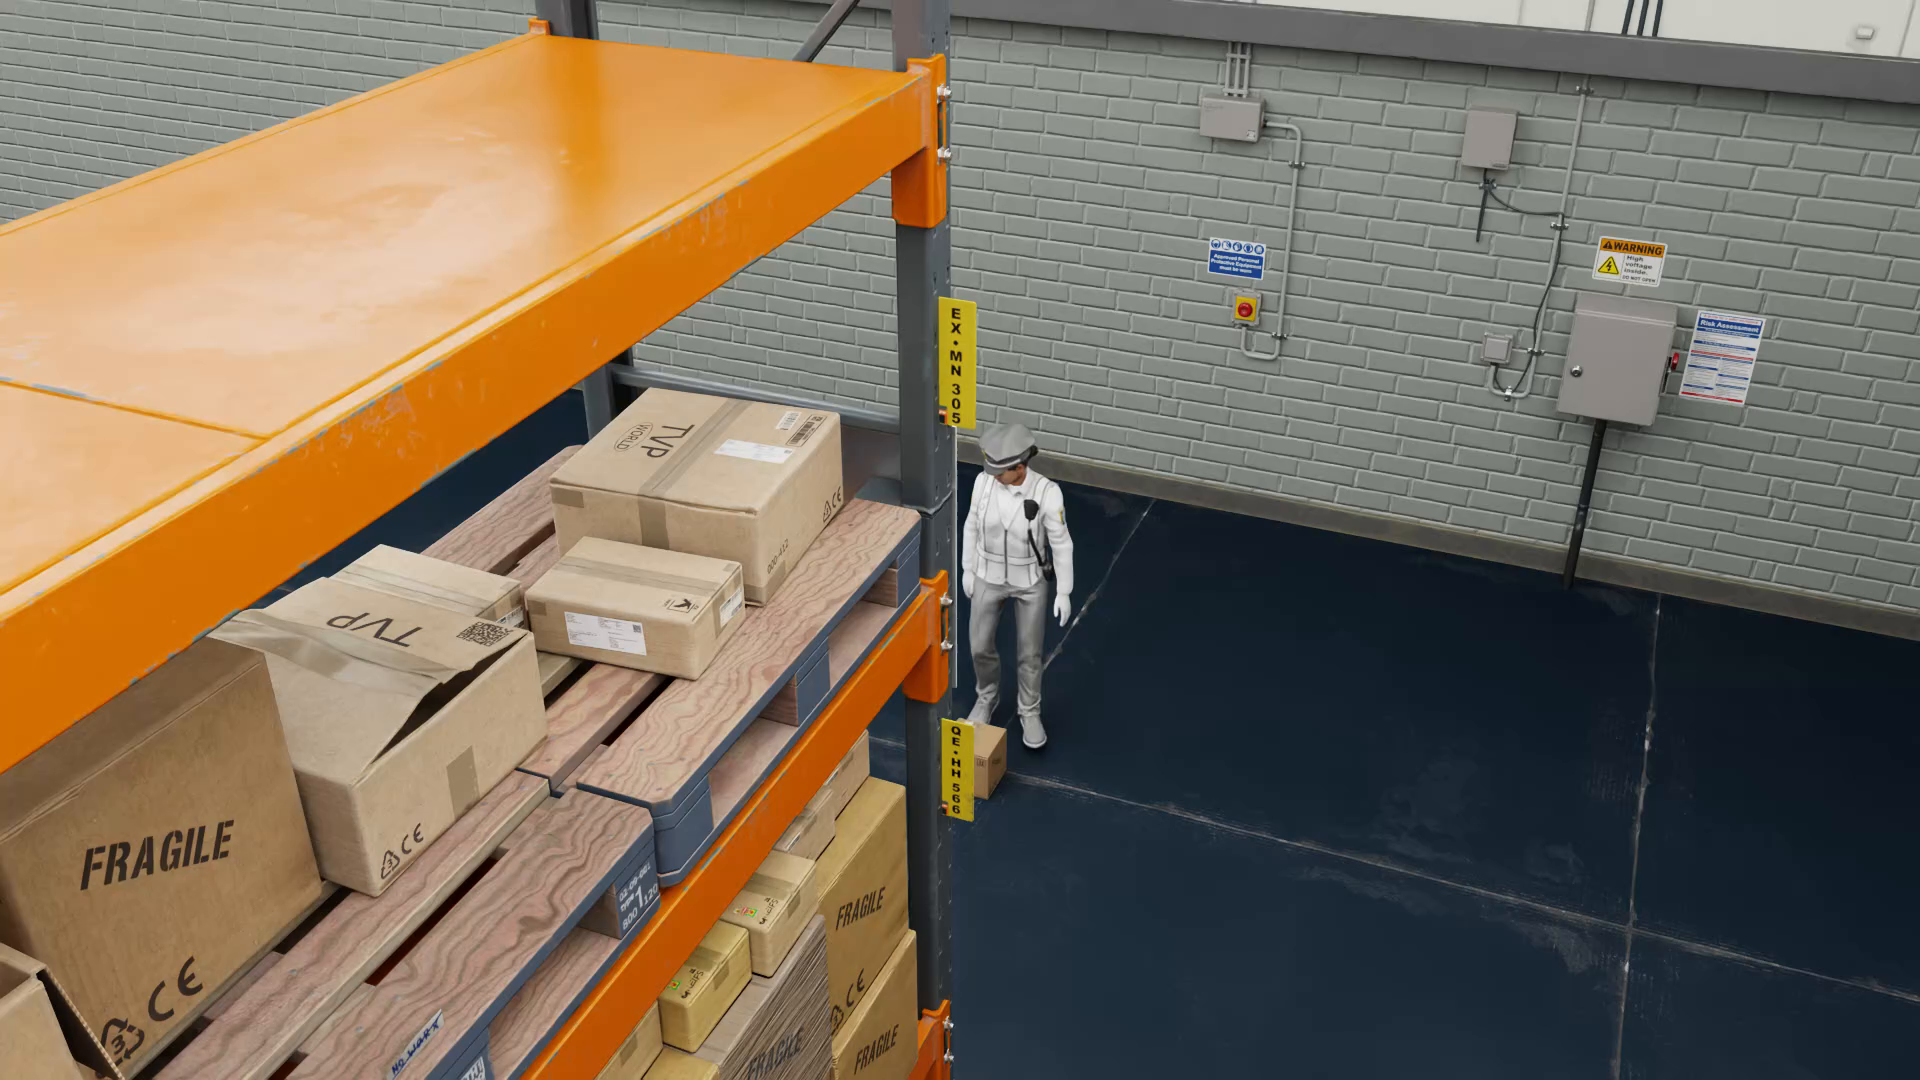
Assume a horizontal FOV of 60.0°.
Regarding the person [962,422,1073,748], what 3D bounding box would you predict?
[{"bbox_3d":[0.267,0.239,7.984,0.562,1.713,0.374,7,31,12],"label":"person"}]
